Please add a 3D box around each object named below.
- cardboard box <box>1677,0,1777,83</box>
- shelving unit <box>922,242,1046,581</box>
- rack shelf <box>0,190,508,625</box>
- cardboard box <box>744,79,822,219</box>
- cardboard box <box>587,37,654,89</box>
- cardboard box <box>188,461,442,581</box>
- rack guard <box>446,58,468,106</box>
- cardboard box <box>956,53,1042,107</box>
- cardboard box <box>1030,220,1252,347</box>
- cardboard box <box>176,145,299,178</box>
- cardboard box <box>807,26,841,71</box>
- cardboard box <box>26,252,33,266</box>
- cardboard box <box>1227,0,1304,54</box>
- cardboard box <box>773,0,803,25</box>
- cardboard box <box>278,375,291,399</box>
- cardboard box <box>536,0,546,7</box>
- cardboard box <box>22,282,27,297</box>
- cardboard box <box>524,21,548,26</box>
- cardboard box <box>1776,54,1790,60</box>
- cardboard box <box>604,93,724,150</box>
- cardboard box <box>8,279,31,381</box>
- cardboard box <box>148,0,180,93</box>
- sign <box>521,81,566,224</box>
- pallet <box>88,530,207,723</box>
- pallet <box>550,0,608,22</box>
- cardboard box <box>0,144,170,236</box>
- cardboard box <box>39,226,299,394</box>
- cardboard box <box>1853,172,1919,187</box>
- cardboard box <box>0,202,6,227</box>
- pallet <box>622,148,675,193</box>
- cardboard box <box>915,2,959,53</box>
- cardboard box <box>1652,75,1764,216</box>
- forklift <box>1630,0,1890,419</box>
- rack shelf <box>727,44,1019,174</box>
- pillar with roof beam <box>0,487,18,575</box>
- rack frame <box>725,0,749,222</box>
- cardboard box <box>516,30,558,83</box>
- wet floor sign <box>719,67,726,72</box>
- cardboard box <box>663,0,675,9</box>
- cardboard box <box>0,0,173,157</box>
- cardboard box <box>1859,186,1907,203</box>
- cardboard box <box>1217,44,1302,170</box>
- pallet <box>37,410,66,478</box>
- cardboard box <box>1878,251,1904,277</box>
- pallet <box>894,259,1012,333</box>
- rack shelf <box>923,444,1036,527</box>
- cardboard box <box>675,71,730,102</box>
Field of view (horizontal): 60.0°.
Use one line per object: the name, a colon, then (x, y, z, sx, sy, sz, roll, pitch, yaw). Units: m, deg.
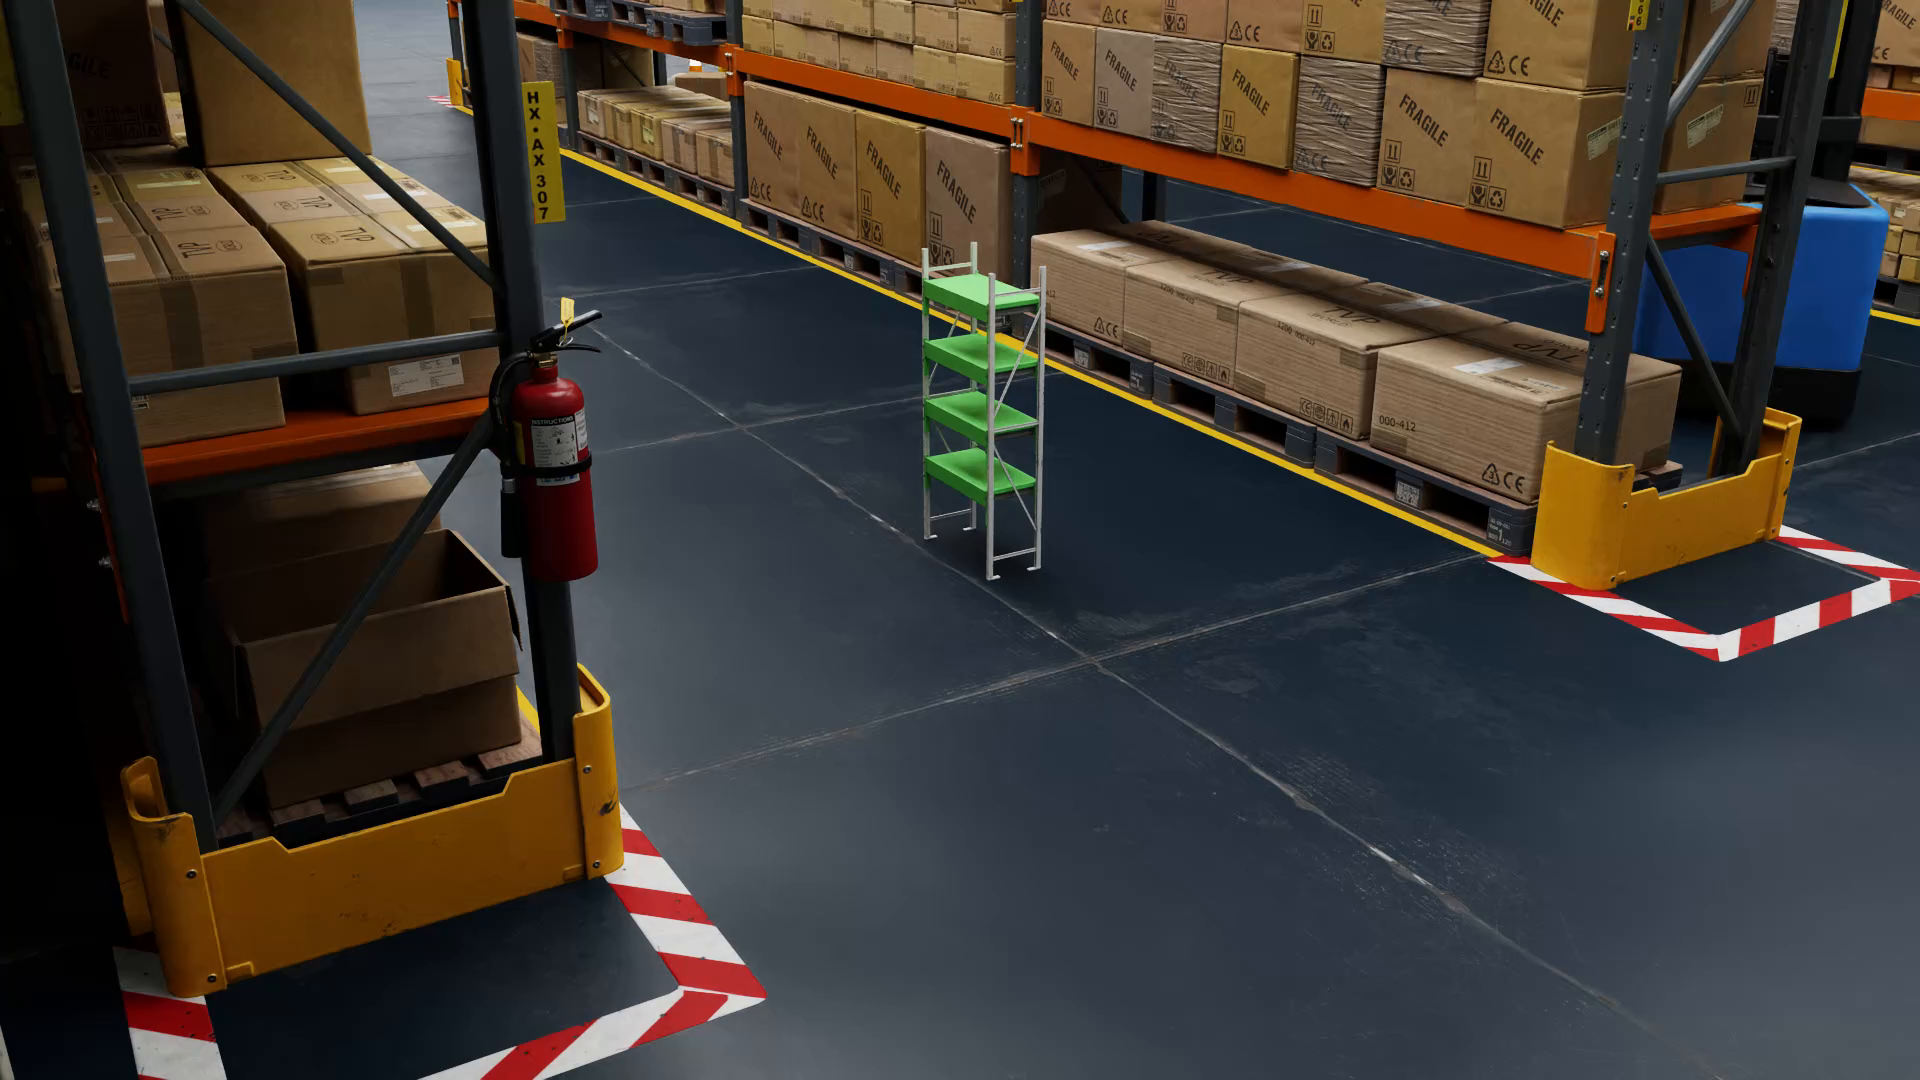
cardboard box: (2.806, -2.081, 6.487, 0.500, 0.500, 0.500, -13, 26, -29)
shelving unit: (0.085, -0.502, 6.454, 0.258, 1.200, 0.503, -13, 25, -28)
rack shelf: (-2.480, -0.719, 5.553, 1.077, 0.370, 4.000, -13, 25, -28)
cardboard box: (-0.998, -2.922, 12.280, 0.875, 0.875, 0.875, -13, 25, -29)
cardboard box: (-3.392, -4.757, 16.629, 0.500, 0.500, 0.500, -11, 25, -26)
cardboard box: (-2.093, 0.058, 5.448, 0.700, 0.500, 0.500, -11, 25, -26)
rack guard: (-5.328, -5.358, 19.329, 1.175, 0.500, 0.348, -13, 25, -28)
cardboard box: (0.317, -2.683, 9.628, 0.500, 0.250, 0.500, -13, 26, -29)
cardboard box: (0.992, -1.440, 9.215, 0.875, 0.438, 0.875, -13, 25, -29)
cardboard box: (-2.258, -1.160, 5.487, 0.500, 0.250, 0.500, -13, 26, -30)
cardboard box: (-0.706, -3.341, 11.246, 0.500, 0.250, 0.500, -12, 25, -27)
cardboard box: (-2.690, -0.833, 5.211, 0.380, 0.149, 0.250, -13, 25, -28)
cardboard box: (1.558, -2.468, 7.440, 0.500, 0.500, 0.500, -13, 25, -29)
cardboard box: (-0.970, -3.734, 11.549, 0.500, 0.250, 0.500, -12, 25, -27)
cardboard box: (-1.935, -0.438, 4.240, 0.380, 0.149, 0.250, -12, 25, -27)
cardboard box: (-3.883, -5.254, 16.088, 0.380, 0.149, 0.250, -12, 25, -27)
cardboard box: (-4.208, -1.262, 7.833, 0.380, 0.149, 0.250, -12, 25, -28)
cardboard box: (-4.464, -5.431, 18.288, 0.500, 0.500, 0.500, -12, 25, -26)
cardboard box: (5.414, -3.041, 10.643, 0.380, 0.149, 0.250, -12, 25, -27)
cardboard box: (-2.683, -3.821, 15.162, 0.950, 0.372, 0.625, -11, 25, -25)
cardboard box: (-4.253, -1.001, 8.053, 0.500, 0.500, 0.500, -14, 26, -30)
cardboard box: (-3.557, -2.141, 7.404, 0.700, 0.500, 0.500, -12, 25, -27)
sign: (-0.992, -0.911, 3.919, 0.100, 0.325, 0.005, -13, 25, -28)
pallet: (-2.525, 0.210, 6.015, 1.003, 0.211, 1.213, -13, 25, -28)
pallet: (-3.058, -4.881, 15.092, 1.003, 0.211, 1.213, -13, 25, -28)
cardboard box: (-2.957, -1.228, 5.652, 0.500, 0.250, 0.500, -12, 25, -27)
cardboard box: (-1.922, -0.571, 4.038, 0.500, 0.250, 0.500, -12, 25, -27)
cardboard box: (6.102, -2.317, 10.967, 0.380, 0.149, 0.250, -14, 26, -30)
cardboard box: (-5.004, -1.766, 9.073, 0.380, 0.149, 0.250, -13, 26, -29)
pallet: (-2.297, -3.307, 14.667, 1.003, 0.211, 1.213, -13, 25, -28)
cardboard box: (0.067, -3.074, 9.927, 0.500, 0.250, 0.500, -12, 25, -27)
cardboard box: (2.808, -1.618, 6.676, 0.500, 0.500, 0.500, -13, 25, -29)
forklift: (4.234, -2.471, 8.998, 1.130, 2.935, 3.031, 6, 23, 14)
rack shelf: (-0.258, -2.970, 11.091, 1.077, 0.370, 4.000, -13, 25, -28)
pillar with roof beam: (-0.220, -4.909, 6.937, 9.100, 9.000, 0.400, -13, 25, -28)
rack frame: (-1.280, -3.951, 12.548, 1.000, 3.000, 0.127, -13, 25, -28)
cardboard box: (-4.379, -4.983, 17.185, 0.500, 0.500, 0.500, -11, 25, -25)
wet floor sign: (-2.880, -6.063, 20.872, 0.267, 0.644, 0.232, -18, 28, -37)
cardboard box: (-2.138, -4.319, 13.229, 0.380, 0.149, 0.250, -14, 26, -31)
cardboard box: (-2.970, -1.583, 5.530, 0.500, 0.500, 0.500, -13, 26, -30)
cardboard box: (5.741, -2.128, 10.502, 0.380, 0.149, 0.250, -12, 25, -28)
cardboard box: (1.543, -2.007, 7.634, 0.500, 0.500, 0.500, -12, 25, -27)
pallet: (-3.950, -0.664, 8.165, 1.003, 0.211, 1.213, -13, 25, -28)
cardboard box: (5.839, -1.756, 10.377, 0.380, 0.149, 0.250, -12, 25, -27)
pallet: (0.304, -1.599, 10.466, 1.003, 0.211, 1.213, -13, 25, -28)
rack shelf: (0.085, -0.221, 6.568, 0.258, 0.148, 0.480, -13, 25, -28)
cardboard box: (-2.701, -4.697, 17.701, 0.500, 0.500, 0.500, 4, 22, 9)
